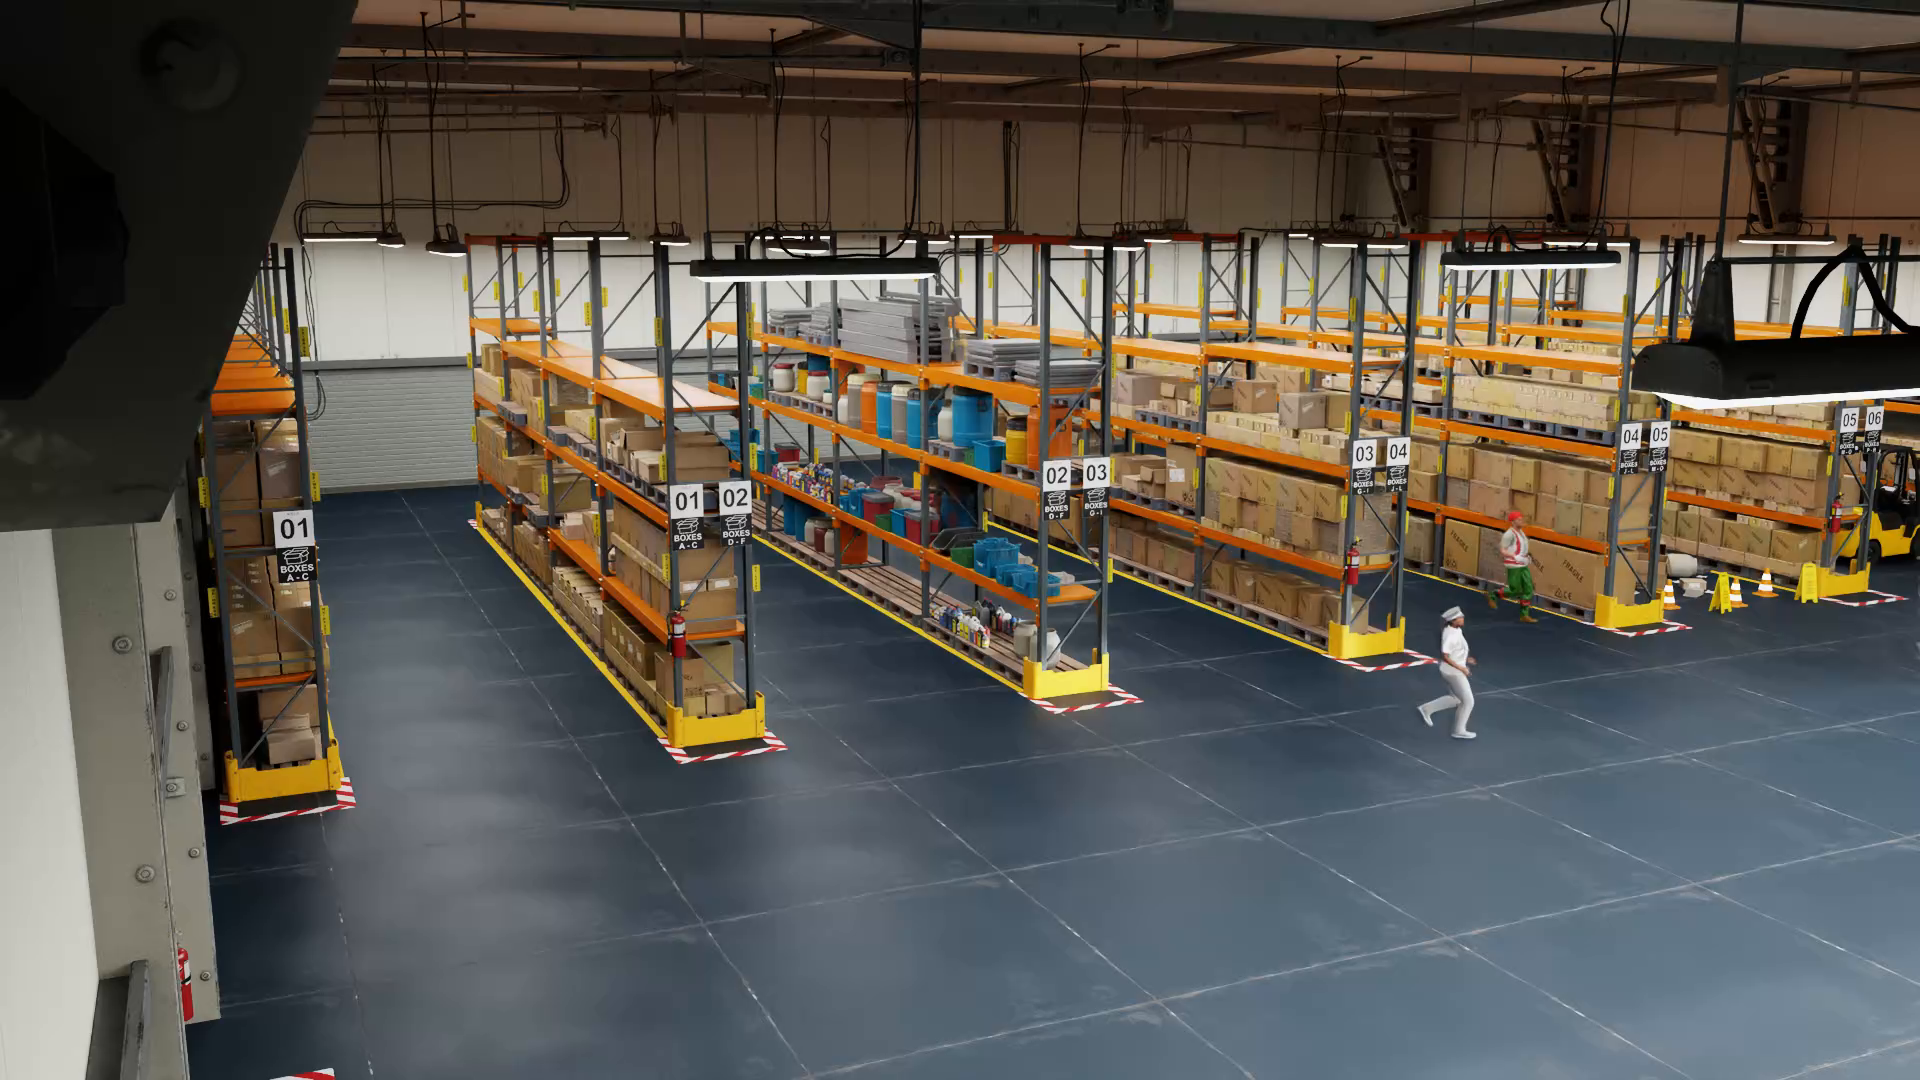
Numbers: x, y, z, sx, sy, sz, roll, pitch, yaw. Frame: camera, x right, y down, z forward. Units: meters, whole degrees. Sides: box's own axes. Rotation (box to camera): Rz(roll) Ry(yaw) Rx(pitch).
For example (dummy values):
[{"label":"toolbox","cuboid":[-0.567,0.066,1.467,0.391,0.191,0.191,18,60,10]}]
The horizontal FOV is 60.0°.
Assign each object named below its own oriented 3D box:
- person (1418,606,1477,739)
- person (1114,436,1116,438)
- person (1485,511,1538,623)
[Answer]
[{"label":"person","cuboid":[6.030,1.620,20.432,0.685,1.650,0.581,2,11,11]},{"label":"person","cuboid":[3.699,-2.412,41.591,0.546,1.553,0.585,-7,13,-31]},{"label":"person","cuboid":[8.811,0.412,26.368,0.658,1.751,0.871,-10,15,-41]}]
